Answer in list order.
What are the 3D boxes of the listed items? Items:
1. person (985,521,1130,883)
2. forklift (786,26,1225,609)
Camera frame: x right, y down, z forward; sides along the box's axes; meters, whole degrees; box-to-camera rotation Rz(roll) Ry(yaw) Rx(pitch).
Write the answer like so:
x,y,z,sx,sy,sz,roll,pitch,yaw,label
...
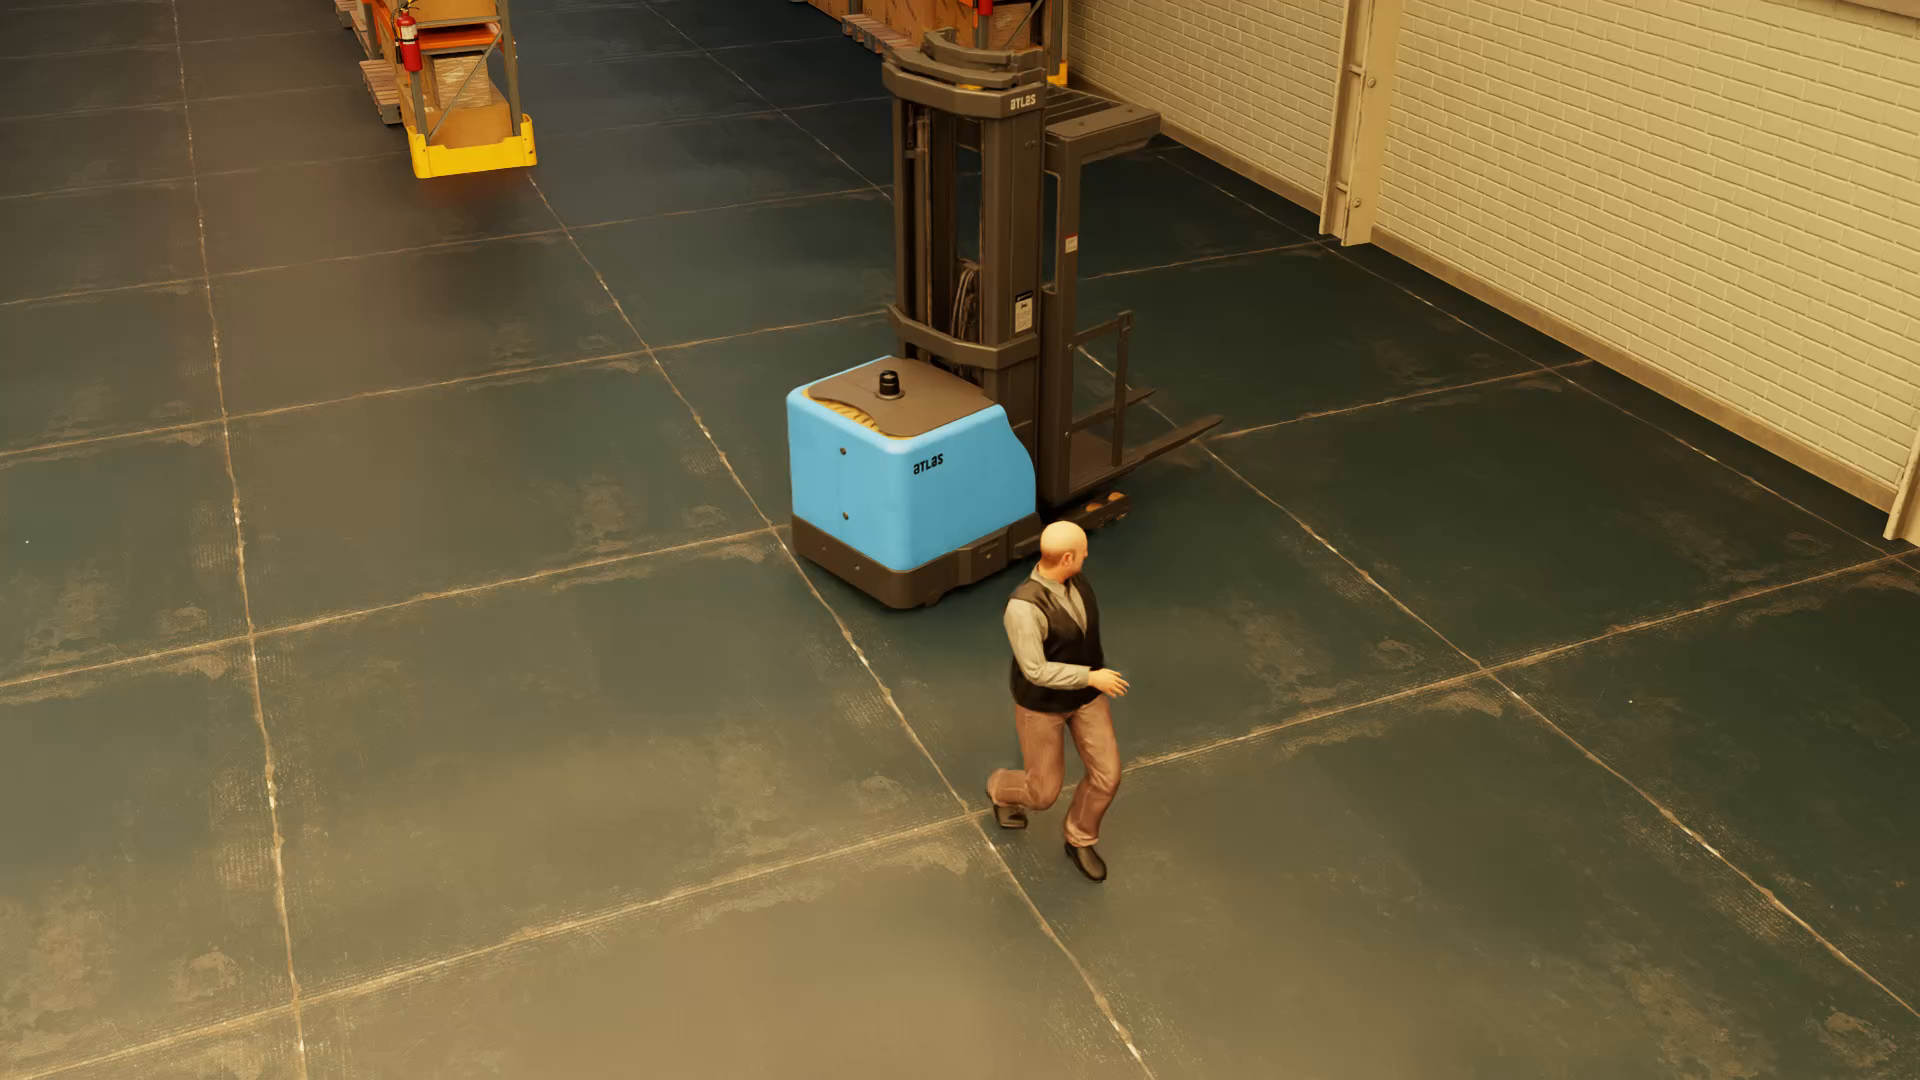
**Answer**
x,y,z,sx,sy,sz,roll,pitch,yaw,label
0.437,0.658,7.283,0.601,1.648,0.760,-19,35,-30,person
0.424,-1.504,9.750,3.031,2.935,1.130,-25,38,-36,forklift
